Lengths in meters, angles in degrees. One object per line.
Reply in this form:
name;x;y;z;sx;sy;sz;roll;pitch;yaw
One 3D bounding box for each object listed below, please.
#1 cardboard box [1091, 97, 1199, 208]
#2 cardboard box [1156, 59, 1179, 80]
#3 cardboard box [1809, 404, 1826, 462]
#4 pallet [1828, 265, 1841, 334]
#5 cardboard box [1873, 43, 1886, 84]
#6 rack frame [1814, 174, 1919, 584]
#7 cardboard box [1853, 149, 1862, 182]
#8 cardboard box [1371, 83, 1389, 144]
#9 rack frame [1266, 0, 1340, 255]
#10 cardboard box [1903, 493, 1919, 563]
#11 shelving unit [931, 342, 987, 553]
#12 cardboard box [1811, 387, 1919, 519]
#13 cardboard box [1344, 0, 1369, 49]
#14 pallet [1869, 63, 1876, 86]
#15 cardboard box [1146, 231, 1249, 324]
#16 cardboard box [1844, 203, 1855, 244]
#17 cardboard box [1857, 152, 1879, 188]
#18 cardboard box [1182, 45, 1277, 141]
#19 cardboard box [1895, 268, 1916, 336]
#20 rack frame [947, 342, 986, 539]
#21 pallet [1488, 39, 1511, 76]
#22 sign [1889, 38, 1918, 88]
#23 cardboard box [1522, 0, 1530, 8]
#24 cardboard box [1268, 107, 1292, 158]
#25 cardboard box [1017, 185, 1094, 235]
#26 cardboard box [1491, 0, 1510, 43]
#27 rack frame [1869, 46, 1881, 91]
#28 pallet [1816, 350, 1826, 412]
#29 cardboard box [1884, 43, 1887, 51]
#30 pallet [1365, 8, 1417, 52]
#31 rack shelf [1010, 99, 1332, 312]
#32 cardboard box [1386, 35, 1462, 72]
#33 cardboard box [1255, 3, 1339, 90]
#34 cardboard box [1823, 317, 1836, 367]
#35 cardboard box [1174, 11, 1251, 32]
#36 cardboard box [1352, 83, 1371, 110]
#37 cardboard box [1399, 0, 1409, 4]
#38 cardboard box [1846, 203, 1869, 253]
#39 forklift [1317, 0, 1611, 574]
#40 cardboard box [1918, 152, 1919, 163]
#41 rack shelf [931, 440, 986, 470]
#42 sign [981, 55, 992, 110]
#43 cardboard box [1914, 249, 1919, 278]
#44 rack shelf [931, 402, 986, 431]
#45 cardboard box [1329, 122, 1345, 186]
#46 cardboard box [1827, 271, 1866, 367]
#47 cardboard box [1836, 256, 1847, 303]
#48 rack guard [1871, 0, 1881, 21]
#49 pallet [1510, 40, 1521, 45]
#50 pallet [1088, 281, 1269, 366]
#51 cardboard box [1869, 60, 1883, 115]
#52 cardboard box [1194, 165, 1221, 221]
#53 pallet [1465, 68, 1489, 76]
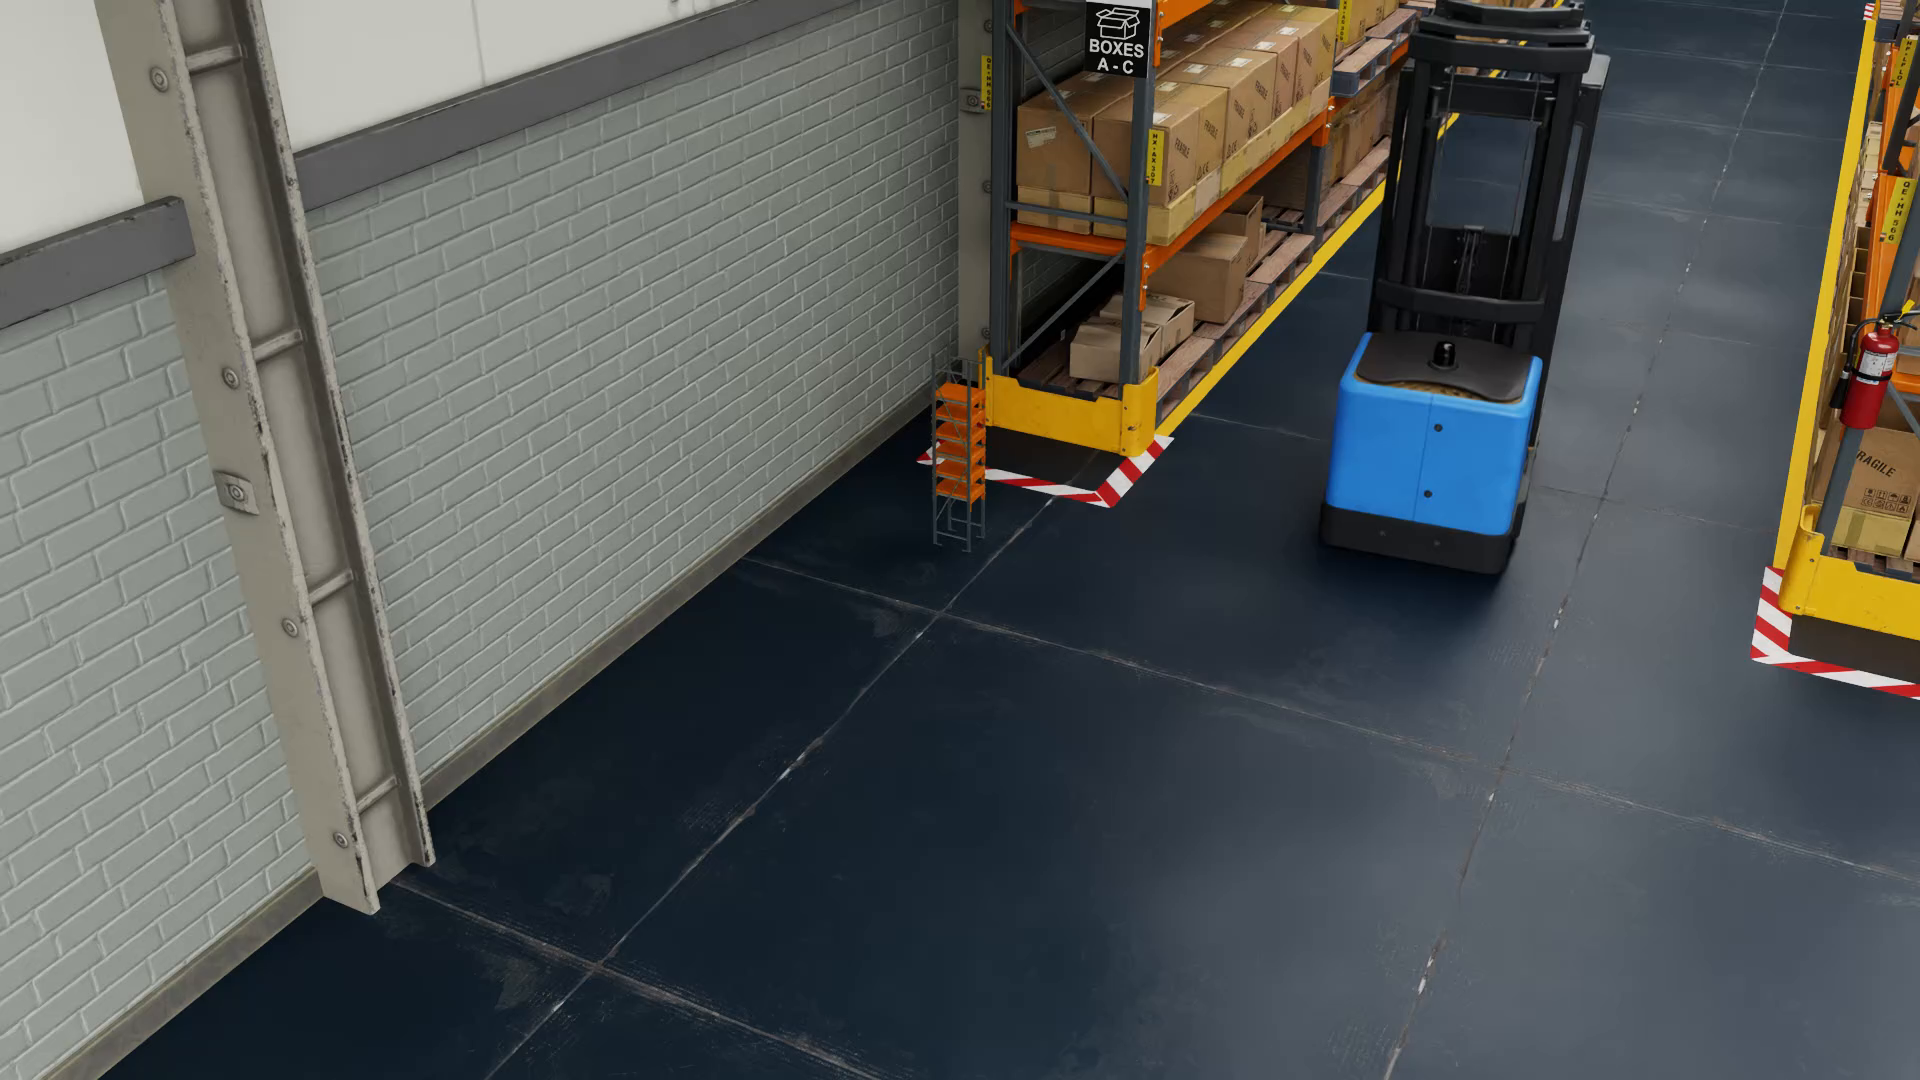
cardboard box;1.146;-2.409;10.310;0.500;0.500;0.500;14;33;23
cardboard box;1.156;-2.973;11.293;0.500;0.500;0.500;13;32;22
cardboard box;5.497;-0.615;10.149;0.500;0.250;0.500;14;33;23
pallet;7.196;-1.774;12.627;1.003;0.211;1.213;14;33;23
cardboard box;10.102;-5.142;17.760;0.500;0.500;0.500;13;32;21
rack frame;5.073;-0.874;8.260;1.000;3.000;0.127;14;33;23
cardboard box;8.217;-3.245;14.728;0.500;0.250;0.500;14;33;23
cardboard box;3.686;-4.117;15.975;0.700;0.500;0.500;14;33;23
rack frame;2.483;-3.770;13.302;1.000;3.000;0.127;14;33;23
cardboard box;5.515;-0.051;9.166;0.500;0.250;0.500;14;33;23
shelving unit;-0.007;-0.514;9.440;0.258;1.200;0.189;14;33;23
cardboard box;5.052;-0.494;9.185;0.500;0.500;0.500;14;33;23
cardboard box;3.006;-4.468;13.976;0.700;0.500;0.500;18;34;28
pallet;10.853;-5.289;18.748;1.003;0.211;1.213;14;33;23
cardboard box;1.695;-1.956;12.212;0.700;0.500;0.500;12;32;20
cardboard box;7.523;-2.563;13.540;0.500;0.250;0.500;15;33;24
cardboard box;7.751;-3.028;13.787;0.500;0.311;0.500;13;32;22
cardboard box;1.846;-3.085;11.487;0.500;0.500;0.500;15;33;25
cardboard box;5.532;-1.356;8.998;0.700;0.500;0.500;15;33;25
rack frame;0.035;-0.554;9.511;0.240;1.200;0.006;14;33;23
pallet;5.843;-5.748;19.547;1.003;0.211;1.213;14;33;23
sign;6.407;-3.234;11.286;0.100;0.325;0.005;14;33;23
cardboard box;6.791;-6.944;20.919;0.700;0.500;0.500;14;33;23
cardboard box;2.087;-2.989;12.073;0.500;0.250;0.500;14;33;23
cardboard box;0.701;-2.191;10.684;0.500;0.250;0.500;15;33;24
cardboard box;5.947;-6.248;19.356;0.750;0.750;0.750;15;33;24
rack frame;10.539;-6.194;17.524;1.000;3.000;0.127;14;33;23
pallet;6.495;-1.095;11.445;1.003;0.211;1.213;14;33;23
cardboard box;9.646;-5.023;16.801;0.500;0.250;0.500;14;33;23
pallet;3.440;-4.573;14.894;1.003;0.211;1.213;14;33;23
rack shelf;1.572;-2.571;11.937;1.077;0.370;4.000;14;33;23
cardboard box;4.757;-5.089;17.337;0.750;0.750;0.750;14;33;23
cardboard box;2.543;-3.759;12.661;0.500;0.500;0.500;14;33;23
cardboard box;6.181;-1.280;11.306;0.500;0.250;0.500;14;33;23
cardboard box;1.844;-3.649;12.470;0.500;0.500;0.500;14;33;23
cardboard box;3.478;-4.176;15.326;0.500;0.250;0.500;14;33;23
cardboard box;3.870;-5.312;15.447;0.700;0.500;0.500;11;32;19
cardboard box;7.055;-2.357;12.619;0.500;0.311;0.500;15;33;25
forklift;3.093;-1.799;9.940;1.130;2.935;3.031;11;32;19
cardboard box;6.016;-2.325;10.034;0.380;0.149;0.250;13;32;22
rack shelf;-0.007;-0.475;9.462;0.258;0.103;0.180;14;33;23
sign;0.176;-2.770;10.082;0.100;0.325;0.005;14;33;23
cardboard box;5.077;-1.411;8.444;0.380;0.149;0.250;14;33;22
rack shelf;-0.007;-0.683;9.343;0.258;0.103;0.180;14;33;23
cardboard box;2.994;-3.447;14.809;0.700;0.500;0.500;14;33;22
cardboard box;5.949;-1.384;10.735;0.500;0.500;0.500;14;33;23
cardboard box;6.826;-1.887;12.363;0.500;0.250;0.500;14;33;23
rack guard;12.327;-6.850;21.176;1.175;0.500;0.348;14;33;23
pallet;6.544;-6.426;20.729;1.003;0.211;1.213;14;33;23
pallet;1.654;-1.712;12.519;1.003;0.211;1.213;14;33;23
cardboard box;9.404;-4.459;16.571;0.500;0.500;0.500;13;32;21
cardboard box;1.390;-2.318;10.904;0.500;0.250;0.500;13;32;22
pallet;5.289;-5.205;18.602;1.003;0.211;1.213;14;33;23
